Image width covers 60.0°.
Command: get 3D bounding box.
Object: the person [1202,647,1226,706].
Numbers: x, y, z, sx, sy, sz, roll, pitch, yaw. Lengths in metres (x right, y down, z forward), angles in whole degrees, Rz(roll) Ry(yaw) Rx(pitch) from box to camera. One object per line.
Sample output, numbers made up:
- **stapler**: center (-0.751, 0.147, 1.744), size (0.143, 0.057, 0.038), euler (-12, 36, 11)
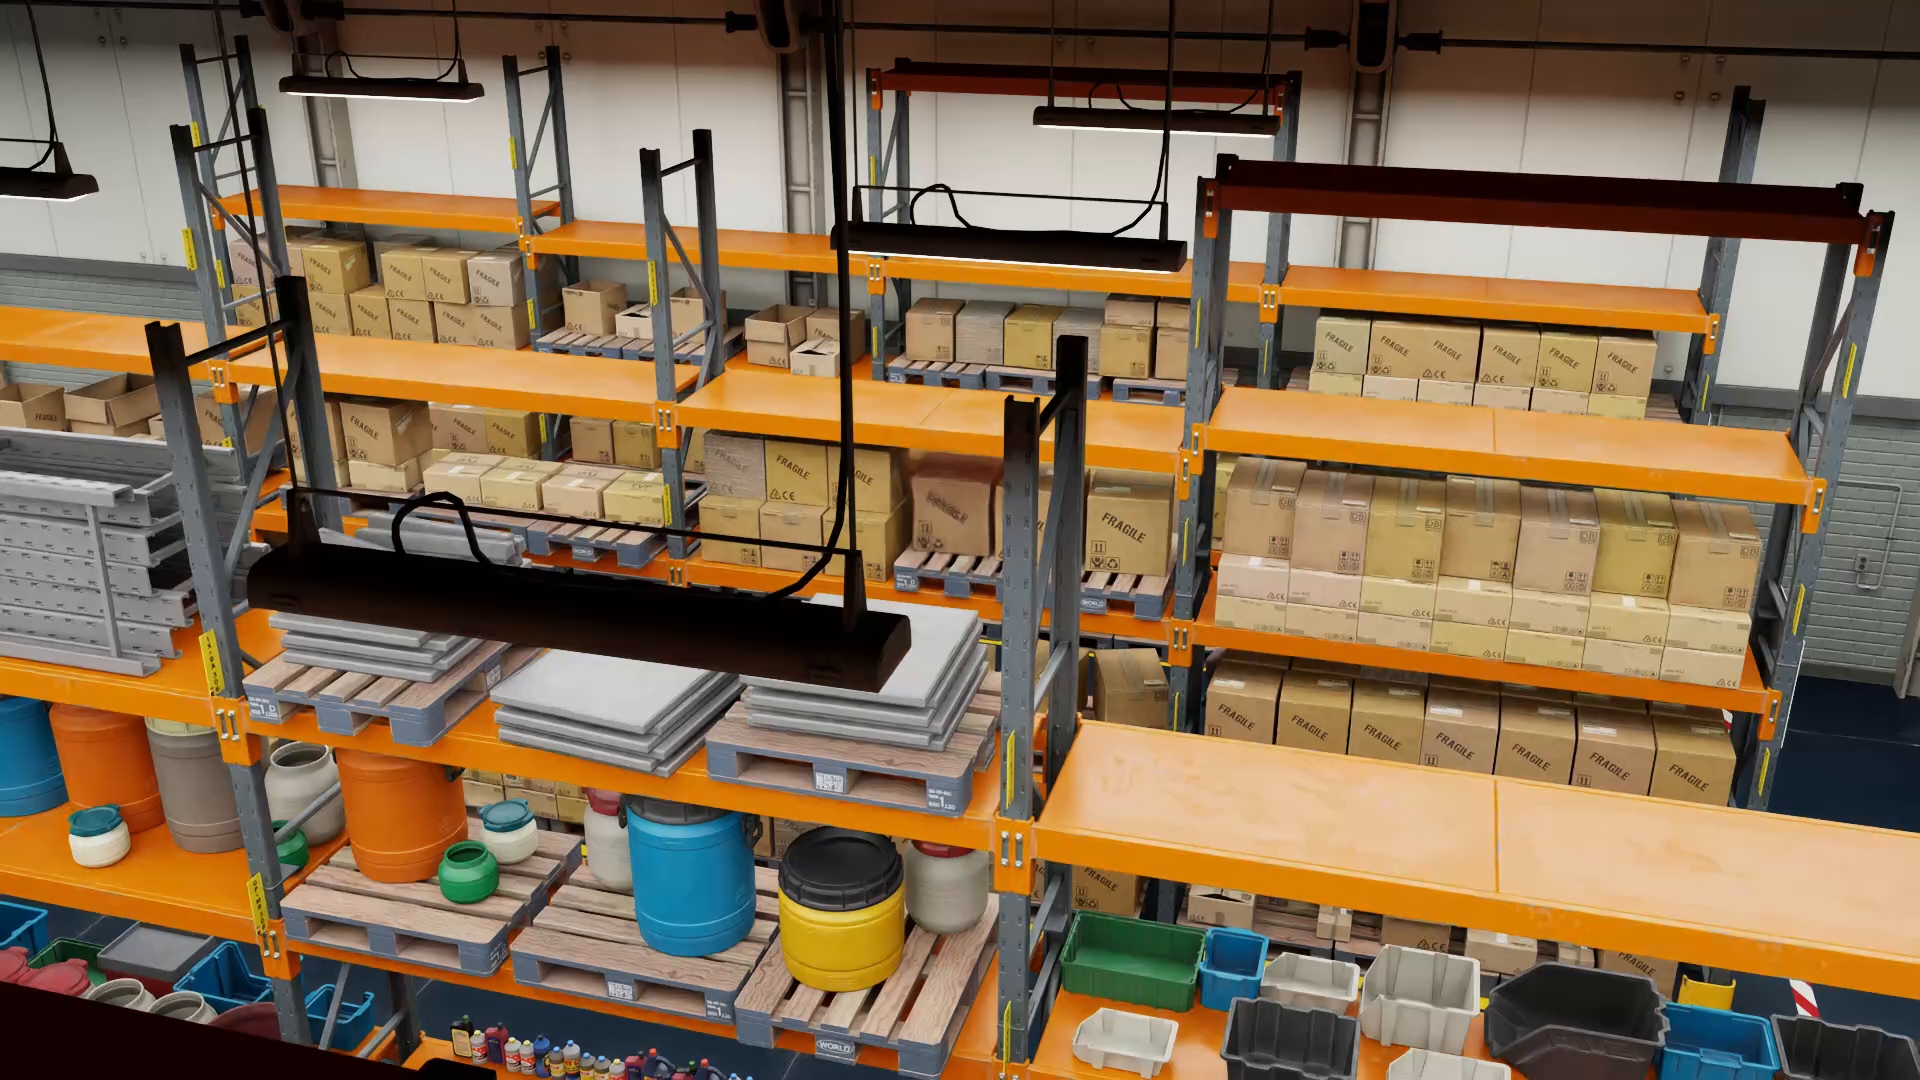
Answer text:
- **person**: center (2.783, 0.896, 15.900), size (1.082, 1.562, 0.544), euler (5, 23, 12)
